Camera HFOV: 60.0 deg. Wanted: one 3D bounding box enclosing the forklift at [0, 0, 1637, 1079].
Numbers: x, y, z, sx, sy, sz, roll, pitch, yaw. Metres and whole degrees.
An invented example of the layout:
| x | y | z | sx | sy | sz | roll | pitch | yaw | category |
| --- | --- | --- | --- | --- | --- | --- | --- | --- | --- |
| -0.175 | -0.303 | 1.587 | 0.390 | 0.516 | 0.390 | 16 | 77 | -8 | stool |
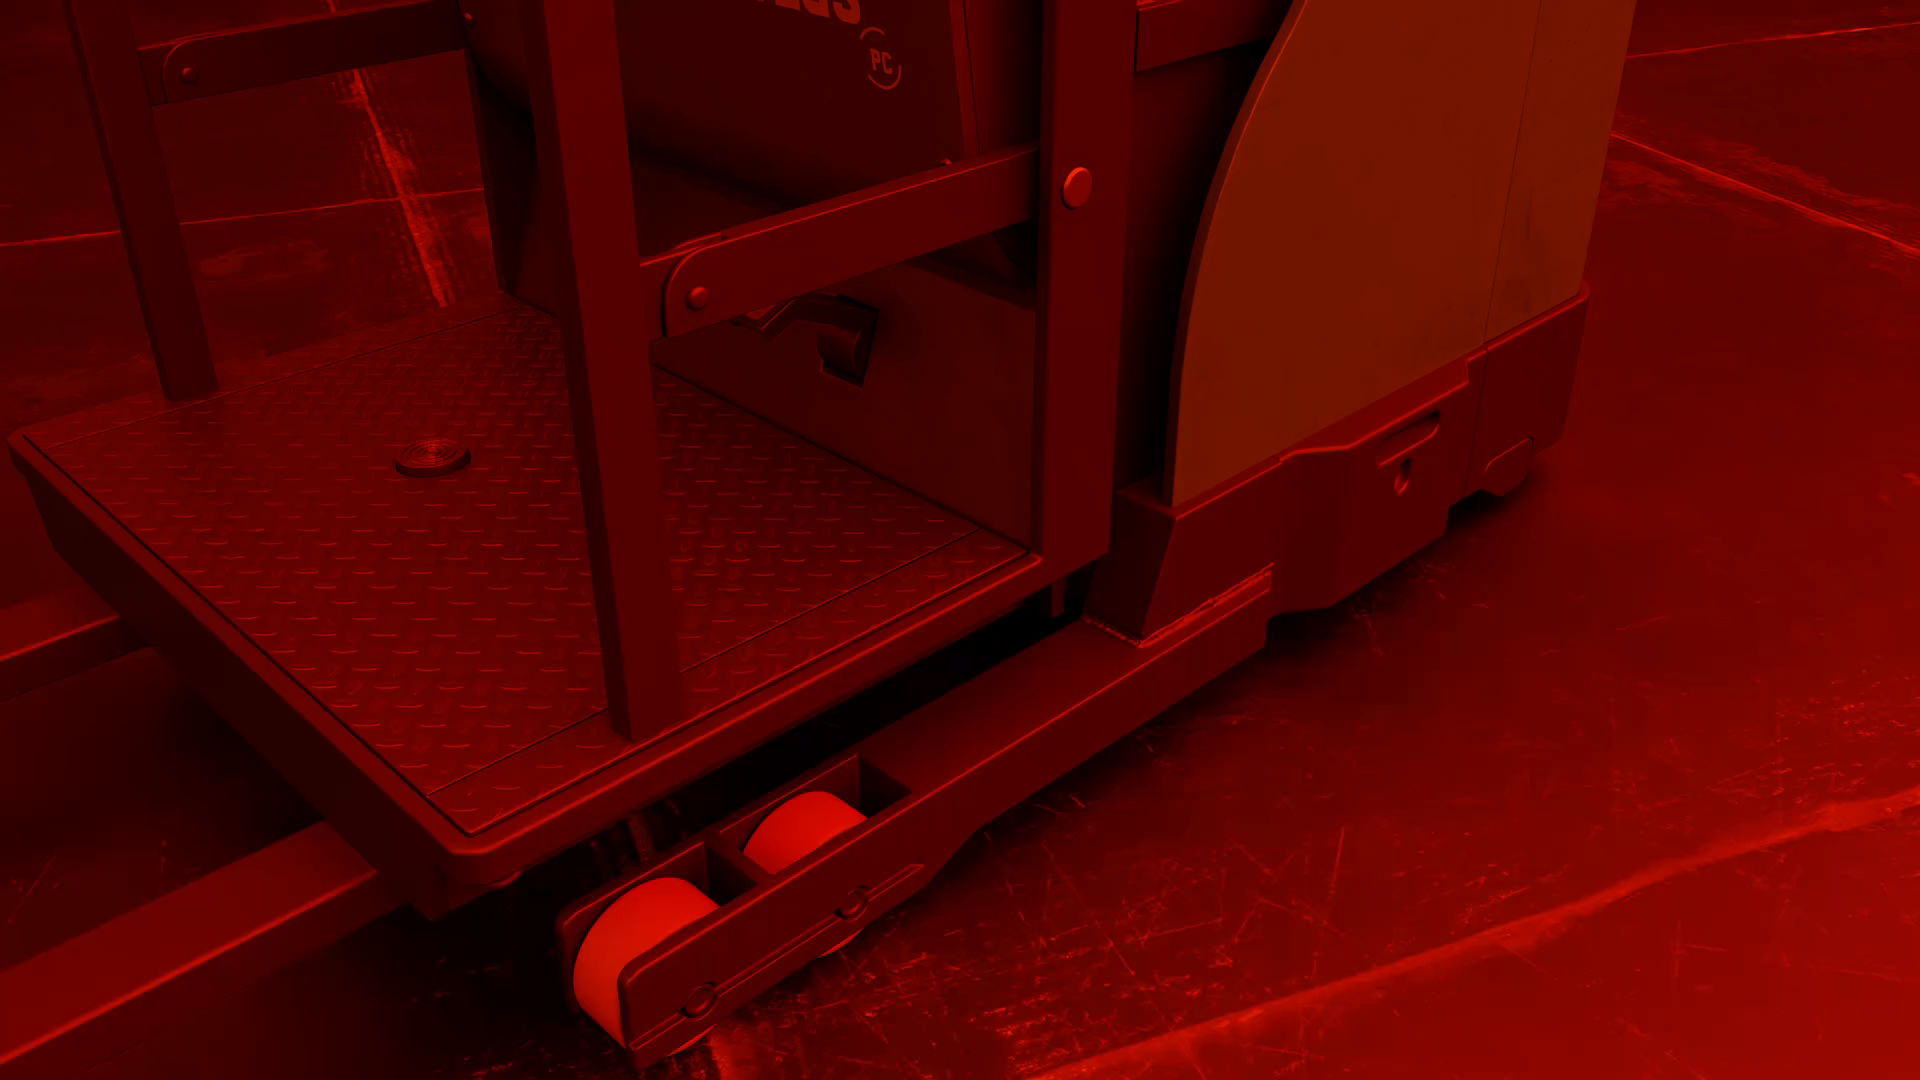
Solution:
| x | y | z | sx | sy | sz | roll | pitch | yaw | category |
| --- | --- | --- | --- | --- | --- | --- | --- | --- | --- |
| -0.435 | -1.063 | 1.405 | 3.031 | 2.935 | 1.130 | -26 | 39 | -37 | forklift |
